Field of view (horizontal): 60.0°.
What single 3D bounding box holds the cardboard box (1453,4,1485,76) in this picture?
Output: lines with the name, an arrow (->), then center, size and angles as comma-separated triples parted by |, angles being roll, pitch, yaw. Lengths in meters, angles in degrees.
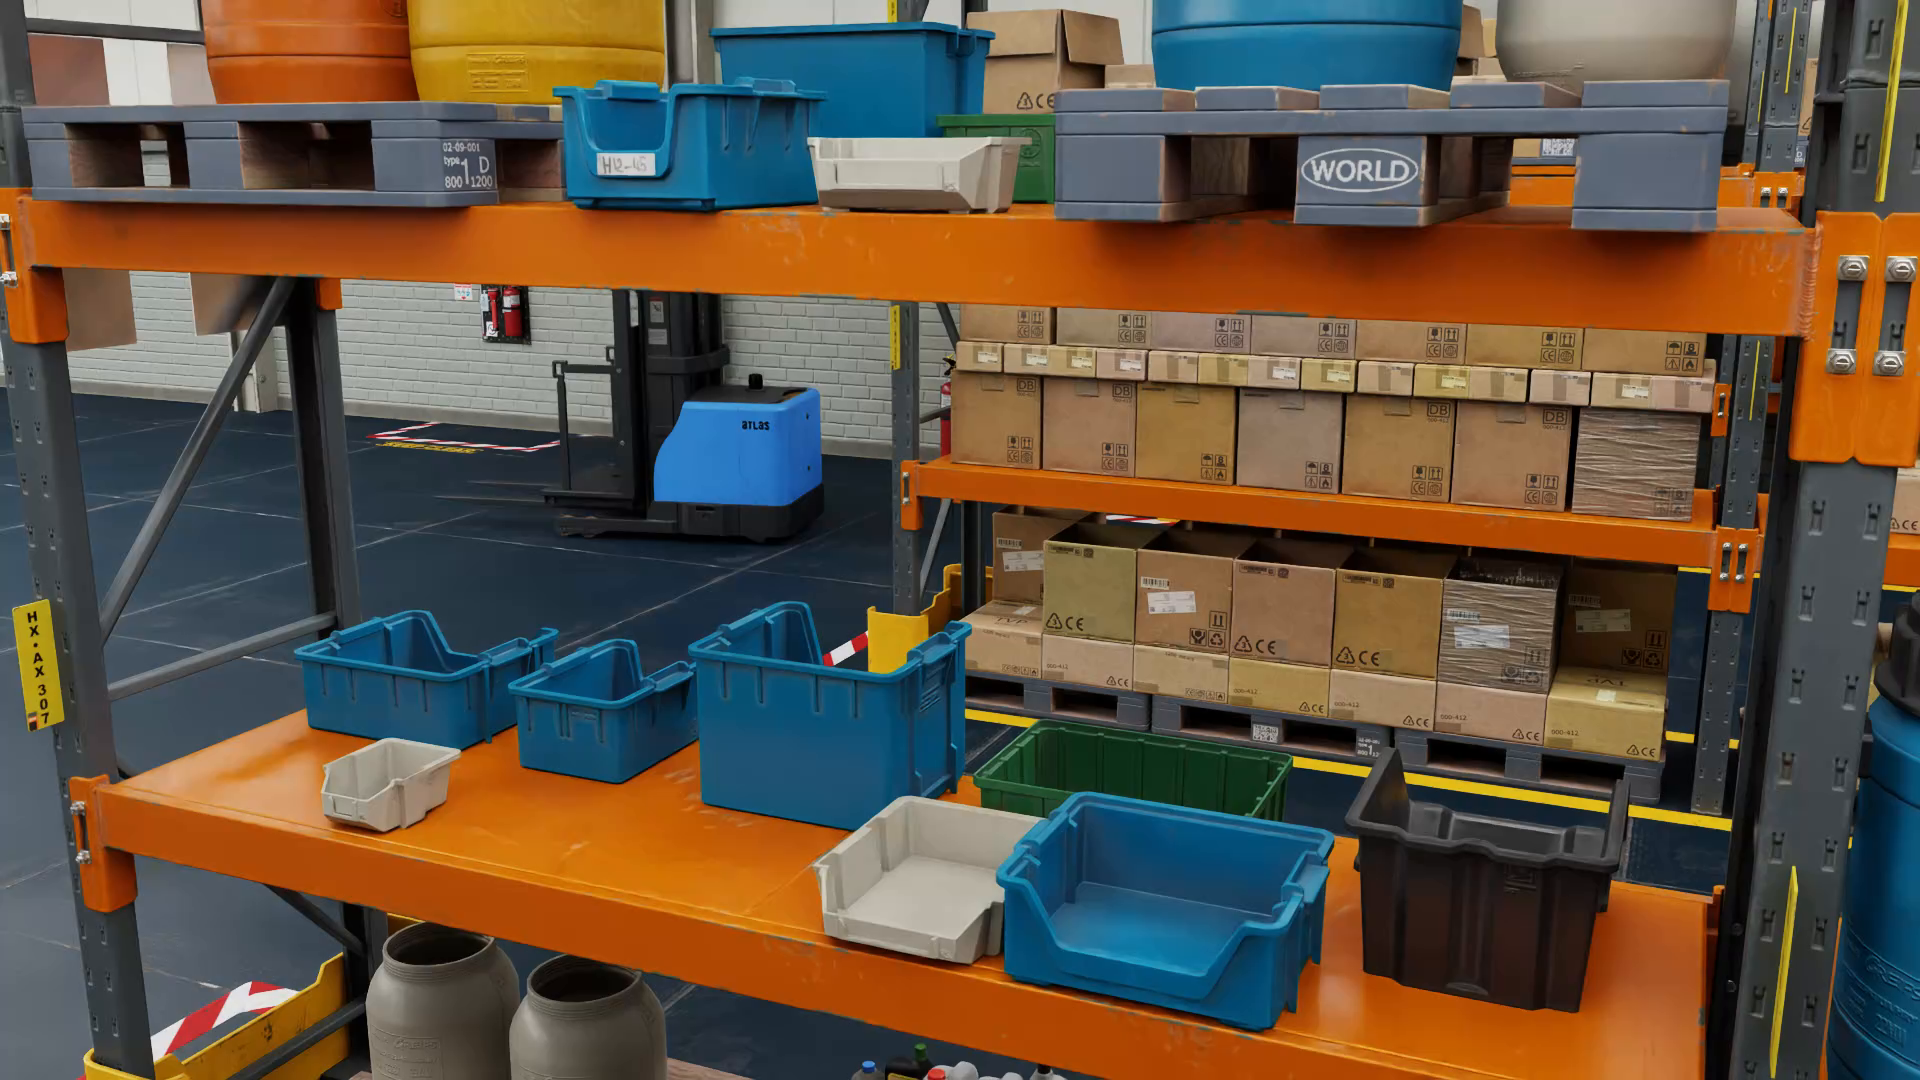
cardboard box -> 2.099, -2.287, 7.917 | 0.637, 0.503, 0.797 | 8, 15, 29

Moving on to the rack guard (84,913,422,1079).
rack guard -> -2.024, 1.553, 5.040 | 0.348, 0.500, 1.175 | 6, 14, 23

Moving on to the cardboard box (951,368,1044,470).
cardboard box -> 0.318, -0.698, 8.944 | 0.500, 0.500, 0.700 | 6, 14, 23

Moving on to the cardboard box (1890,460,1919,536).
cardboard box -> 4.022, -0.215, 7.435 | 0.500, 0.250, 0.500 | 7, 15, 27

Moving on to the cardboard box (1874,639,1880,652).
cardboard box -> 4.040, 0.514, 7.871 | 0.500, 0.311, 0.500 | 6, 14, 23

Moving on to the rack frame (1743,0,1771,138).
rack frame -> 5.557, -4.281, 11.299 | 0.127, 3.000, 1.000 | 6, 14, 23

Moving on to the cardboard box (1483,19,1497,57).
cardboard box -> 4.002, -3.450, 11.873 | 0.500, 0.500, 0.500 | 5, 14, 21

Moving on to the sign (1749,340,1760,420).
sign -> 3.331, -0.669, 6.971 | 0.005, 0.325, 0.100 | 6, 14, 23

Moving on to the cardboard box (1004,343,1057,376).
cardboard box -> 0.411, -0.954, 8.617 | 0.250, 0.149, 0.380 | 5, 14, 22

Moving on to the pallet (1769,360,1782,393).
pallet -> 6.197, -1.165, 11.575 | 1.213, 0.211, 1.003 | 6, 14, 23

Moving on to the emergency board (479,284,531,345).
emergency board -> -4.840, -2.638, 17.430 | 0.643, 1.169, 0.194 | 6, 14, 23

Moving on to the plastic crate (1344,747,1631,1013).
plastic crate -> 1.117, 0.665, 3.492 | 0.504, 0.338, 0.767 | 6, 14, 23

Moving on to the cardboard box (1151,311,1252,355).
cardboard box -> 1.311, -1.231, 8.374 | 0.500, 0.500, 0.700 | 6, 14, 23

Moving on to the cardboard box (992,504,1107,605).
cardboard box -> 0.508, 0.062, 9.385 | 0.500, 0.500, 0.500 | 6, 14, 23

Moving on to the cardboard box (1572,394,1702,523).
cardboard box -> 3.146, -0.413, 7.731 | 0.500, 0.500, 0.700 | 5, 14, 22

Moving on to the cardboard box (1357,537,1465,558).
cardboard box -> 2.342, 0.243, 8.610 | 0.500, 0.500, 0.500 | 6, 14, 23

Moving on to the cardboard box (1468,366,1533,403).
cardboard box -> 2.512, -0.741, 7.707 | 0.250, 0.149, 0.380 | 6, 14, 23

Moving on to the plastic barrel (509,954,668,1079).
plastic barrel -> -1.022, 1.437, 4.590 | 0.421, 0.512, 0.421 | 0, 13, 0

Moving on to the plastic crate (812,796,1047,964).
plastic crate -> -0.043, 0.740, 3.611 | 0.437, 0.136, 0.530 | 6, 14, 23

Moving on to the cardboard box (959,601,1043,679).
cardboard box -> 0.297, 0.535, 9.007 | 0.500, 0.250, 0.500 | 6, 14, 23

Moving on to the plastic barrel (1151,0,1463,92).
plastic barrel -> 0.678, -1.314, 3.206 | 0.708, 0.901, 0.600 | 6, 14, 23

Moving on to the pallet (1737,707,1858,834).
pallet -> 4.243, 1.093, 7.636 | 1.213, 0.211, 1.003 | 6, 14, 23

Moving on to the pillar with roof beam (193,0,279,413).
pillar with roof beam -> -9.825, -4.978, 14.270 | 0.400, 9.000, 9.100 | 6, 14, 23

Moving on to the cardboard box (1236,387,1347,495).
cardboard box -> 1.735, -0.555, 8.336 | 0.500, 0.500, 0.700 | 6, 15, 25

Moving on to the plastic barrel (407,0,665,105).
plastic barrel -> -1.019, -1.338, 3.994 | 0.600, 0.588, 0.600 | 0, 13, 0

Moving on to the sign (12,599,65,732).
sign -> -2.340, 0.319, 4.223 | 0.005, 0.325, 0.100 | 6, 14, 23

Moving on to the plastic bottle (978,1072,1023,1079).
plastic bottle -> 0.090, 1.571, 4.491 | 0.135, 0.276, 0.152 | 5, 14, 22

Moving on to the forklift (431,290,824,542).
forklift -> -2.667, -1.558, 12.980 | 3.031, 2.935, 1.130 | 3, 13, 12

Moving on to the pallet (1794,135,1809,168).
pallet -> 6.078, -2.649, 11.325 | 1.003, 0.211, 1.213 | 6, 14, 23

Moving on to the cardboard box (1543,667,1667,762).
cardboard box -> 3.042, 0.812, 7.828 | 0.500, 0.250, 0.500 | 6, 14, 23

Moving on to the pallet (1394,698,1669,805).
pallet -> 2.844, 0.950, 8.243 | 1.213, 0.211, 1.003 | 6, 14, 23

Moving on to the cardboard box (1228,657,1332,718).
cardboard box -> 1.668, 0.674, 8.414 | 0.500, 0.250, 0.500 | 6, 14, 23

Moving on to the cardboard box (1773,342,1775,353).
cardboard box -> 6.009, -1.569, 11.691 | 0.500, 0.500, 0.700 | 6, 14, 23

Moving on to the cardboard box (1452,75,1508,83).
cardboard box -> 2.340, -1.990, 7.428 | 0.250, 0.149, 0.380 | 6, 14, 23

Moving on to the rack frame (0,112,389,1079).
rack frame -> -2.113, 0.339, 4.743 | 0.127, 3.000, 1.000 | 6, 14, 23

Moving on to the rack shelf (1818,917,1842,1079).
rack shelf -> 3.373, 1.245, 2.459 | 4.000, 0.370, 1.077 | 6, 14, 23

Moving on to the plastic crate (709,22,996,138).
plastic crate -> -0.247, -1.000, 3.918 | 0.575, 0.384, 0.392 | 6, 14, 23

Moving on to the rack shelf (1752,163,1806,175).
rack shelf -> 7.386, -2.285, 10.935 | 4.000, 0.370, 1.077 | 6, 14, 23

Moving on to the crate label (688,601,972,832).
crate label -> -0.321, 0.436, 4.254 | 0.616, 0.435, 0.502 | 6, 14, 23

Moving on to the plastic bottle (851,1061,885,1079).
plastic bottle -> -0.256, 1.566, 4.678 | 0.097, 0.201, 0.097 | 0, 13, 0

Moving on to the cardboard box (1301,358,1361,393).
cardboard box -> 1.814, -0.812, 8.008 | 0.250, 0.149, 0.380 | 6, 15, 25

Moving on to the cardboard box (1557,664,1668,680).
cardboard box -> 3.253, 0.703, 8.292 | 0.500, 0.250, 0.500 | 6, 14, 23

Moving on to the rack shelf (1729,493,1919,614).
rack shelf -> 5.383, 0.210, 6.867 | 4.000, 0.370, 1.077 | 6, 14, 23

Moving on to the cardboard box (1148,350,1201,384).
cardboard box -> 1.113, -0.883, 8.313 | 0.250, 0.149, 0.380 | 5, 14, 21

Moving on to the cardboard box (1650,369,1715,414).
cardboard box -> 3.219, -0.670, 7.404 | 0.250, 0.149, 0.380 | 6, 14, 23

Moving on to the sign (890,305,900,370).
sign -> -0.333, -1.040, 8.551 | 0.005, 0.325, 0.100 | 6, 14, 23

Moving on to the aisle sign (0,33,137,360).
aisle sign -> -2.297, -0.872, 4.214 | 0.004, 0.787, 0.394 | 6, 14, 23

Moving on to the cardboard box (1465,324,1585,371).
cardboard box -> 2.683, -1.091, 7.781 | 0.500, 0.500, 0.700 | 6, 14, 23

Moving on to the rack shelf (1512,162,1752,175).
rack shelf -> 3.728, -2.655, 12.512 | 4.000, 0.370, 1.077 | 6, 14, 23

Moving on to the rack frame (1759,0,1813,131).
rack frame -> 3.554, -3.246, 6.888 | 0.127, 3.000, 1.000 | 6, 14, 23

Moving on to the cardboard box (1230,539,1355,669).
cardboard box -> 1.667, 0.310, 8.328 | 0.500, 0.500, 0.500 | 6, 14, 23

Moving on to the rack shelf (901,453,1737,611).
rack shelf -> 1.725, -0.160, 8.444 | 4.000, 0.370, 1.077 | 6, 14, 23

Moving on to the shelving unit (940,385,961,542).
shelving unit -> -0.013, -0.585, 12.623 | 0.189, 1.200, 0.258 | 6, 14, 23
